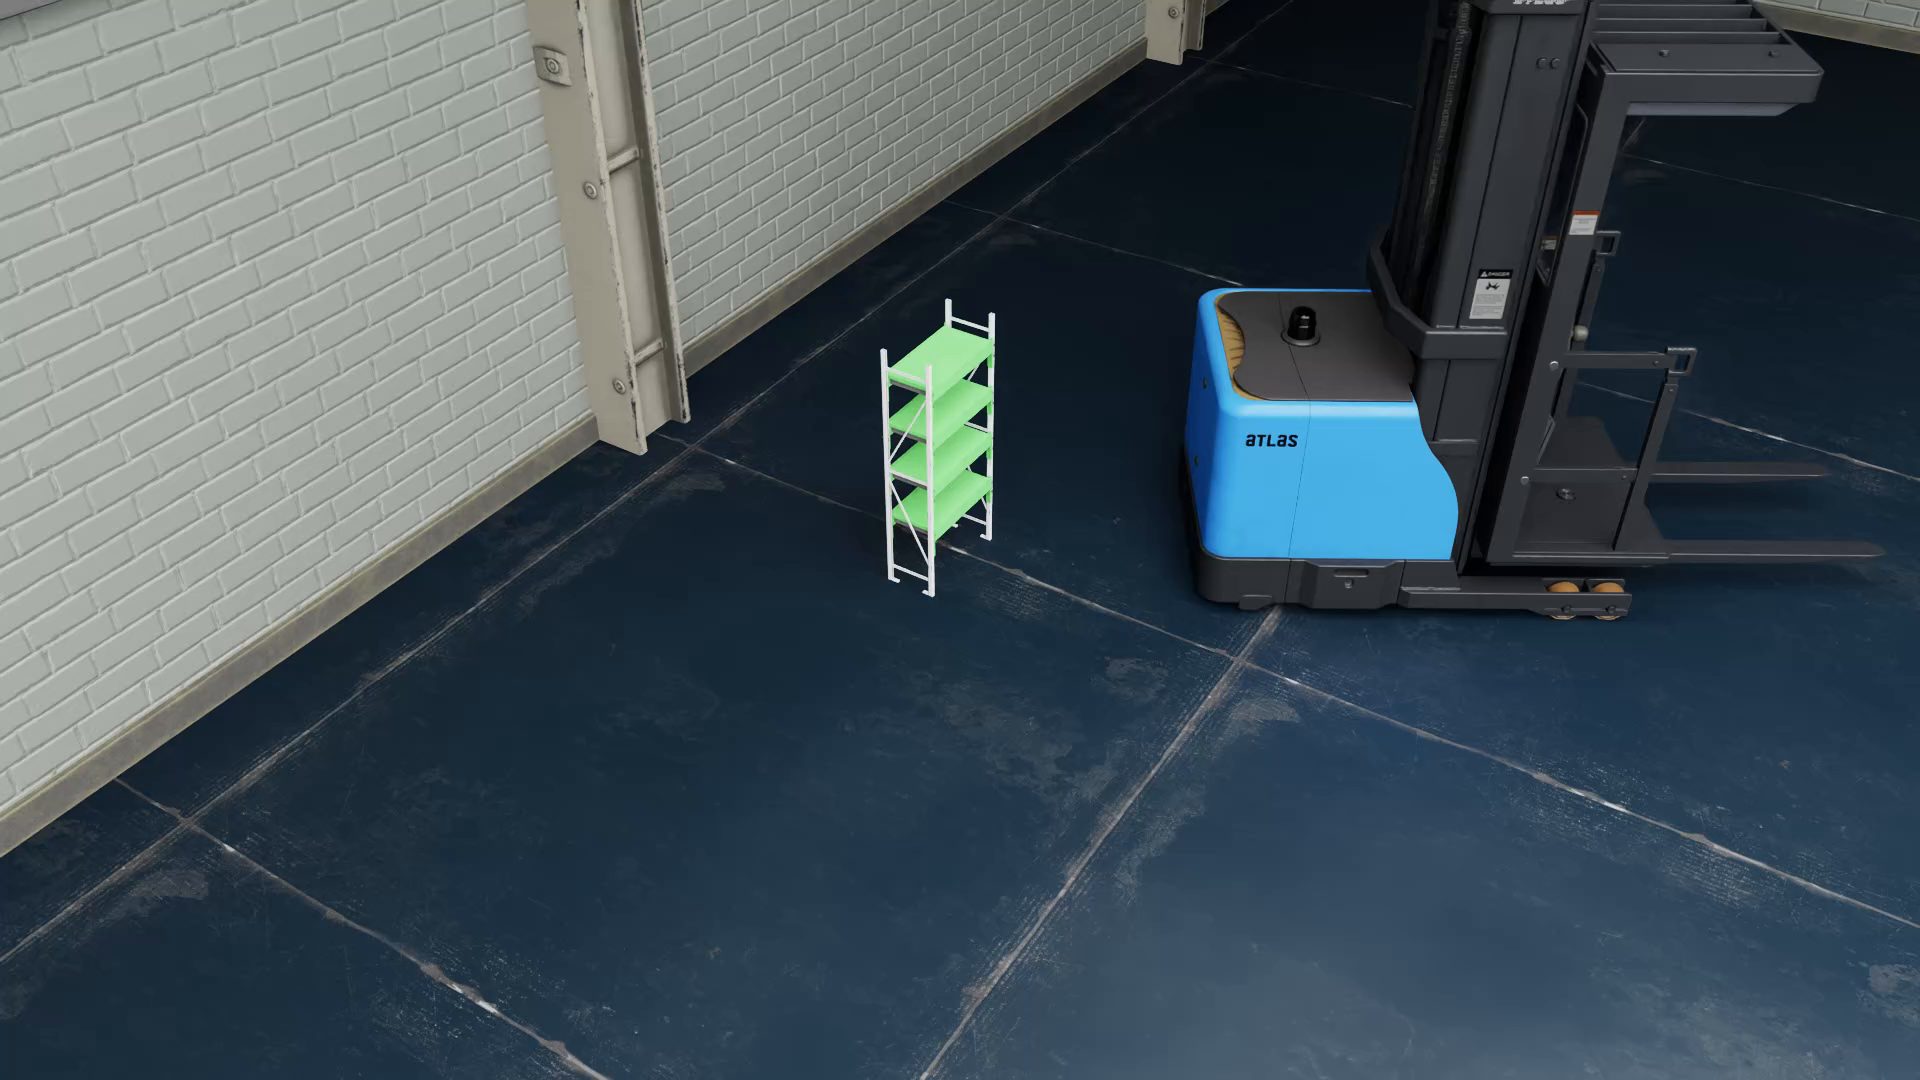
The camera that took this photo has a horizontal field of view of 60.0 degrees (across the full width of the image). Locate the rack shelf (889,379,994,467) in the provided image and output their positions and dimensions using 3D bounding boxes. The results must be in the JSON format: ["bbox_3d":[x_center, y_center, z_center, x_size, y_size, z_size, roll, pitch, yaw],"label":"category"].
[{"bbox_3d":[-0.089,-0.529,7.165,0.258,0.148,0.480,21,42,25],"label":"rack shelf"}]

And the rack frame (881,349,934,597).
[{"bbox_3d":[-0.219,-0.264,7.110,0.240,1.200,0.015,21,42,25],"label":"rack frame"}]

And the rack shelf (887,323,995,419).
[{"bbox_3d":[-0.089,-0.719,7.019,0.258,0.148,0.480,21,42,25],"label":"rack shelf"}]

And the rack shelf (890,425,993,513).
[{"bbox_3d":[-0.089,-0.339,7.312,0.258,0.148,0.480,21,42,25],"label":"rack shelf"}]

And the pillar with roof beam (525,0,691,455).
[{"bbox_3d":[2.018,-2.729,3.919,9.100,9.000,0.400,21,42,25],"label":"pillar with roof beam"}]

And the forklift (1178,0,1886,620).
[{"bbox_3d":[2.561,-1.139,6.826,3.031,2.935,1.130,0,38,1],"label":"forklift"}]

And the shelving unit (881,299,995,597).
[{"bbox_3d":[-0.089,-0.390,7.273,0.258,1.200,0.503,21,42,25],"label":"shelving unit"}]

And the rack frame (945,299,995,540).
[{"bbox_3d":[0.042,-0.516,7.436,0.240,1.200,0.015,21,42,25],"label":"rack frame"}]

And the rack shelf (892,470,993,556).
[{"bbox_3d":[-0.089,-0.149,7.459,0.258,0.148,0.480,21,42,25],"label":"rack shelf"}]

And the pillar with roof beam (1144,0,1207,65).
[{"bbox_3d":[5.233,-5.822,7.932,9.100,9.000,0.400,21,42,25],"label":"pillar with roof beam"}]
